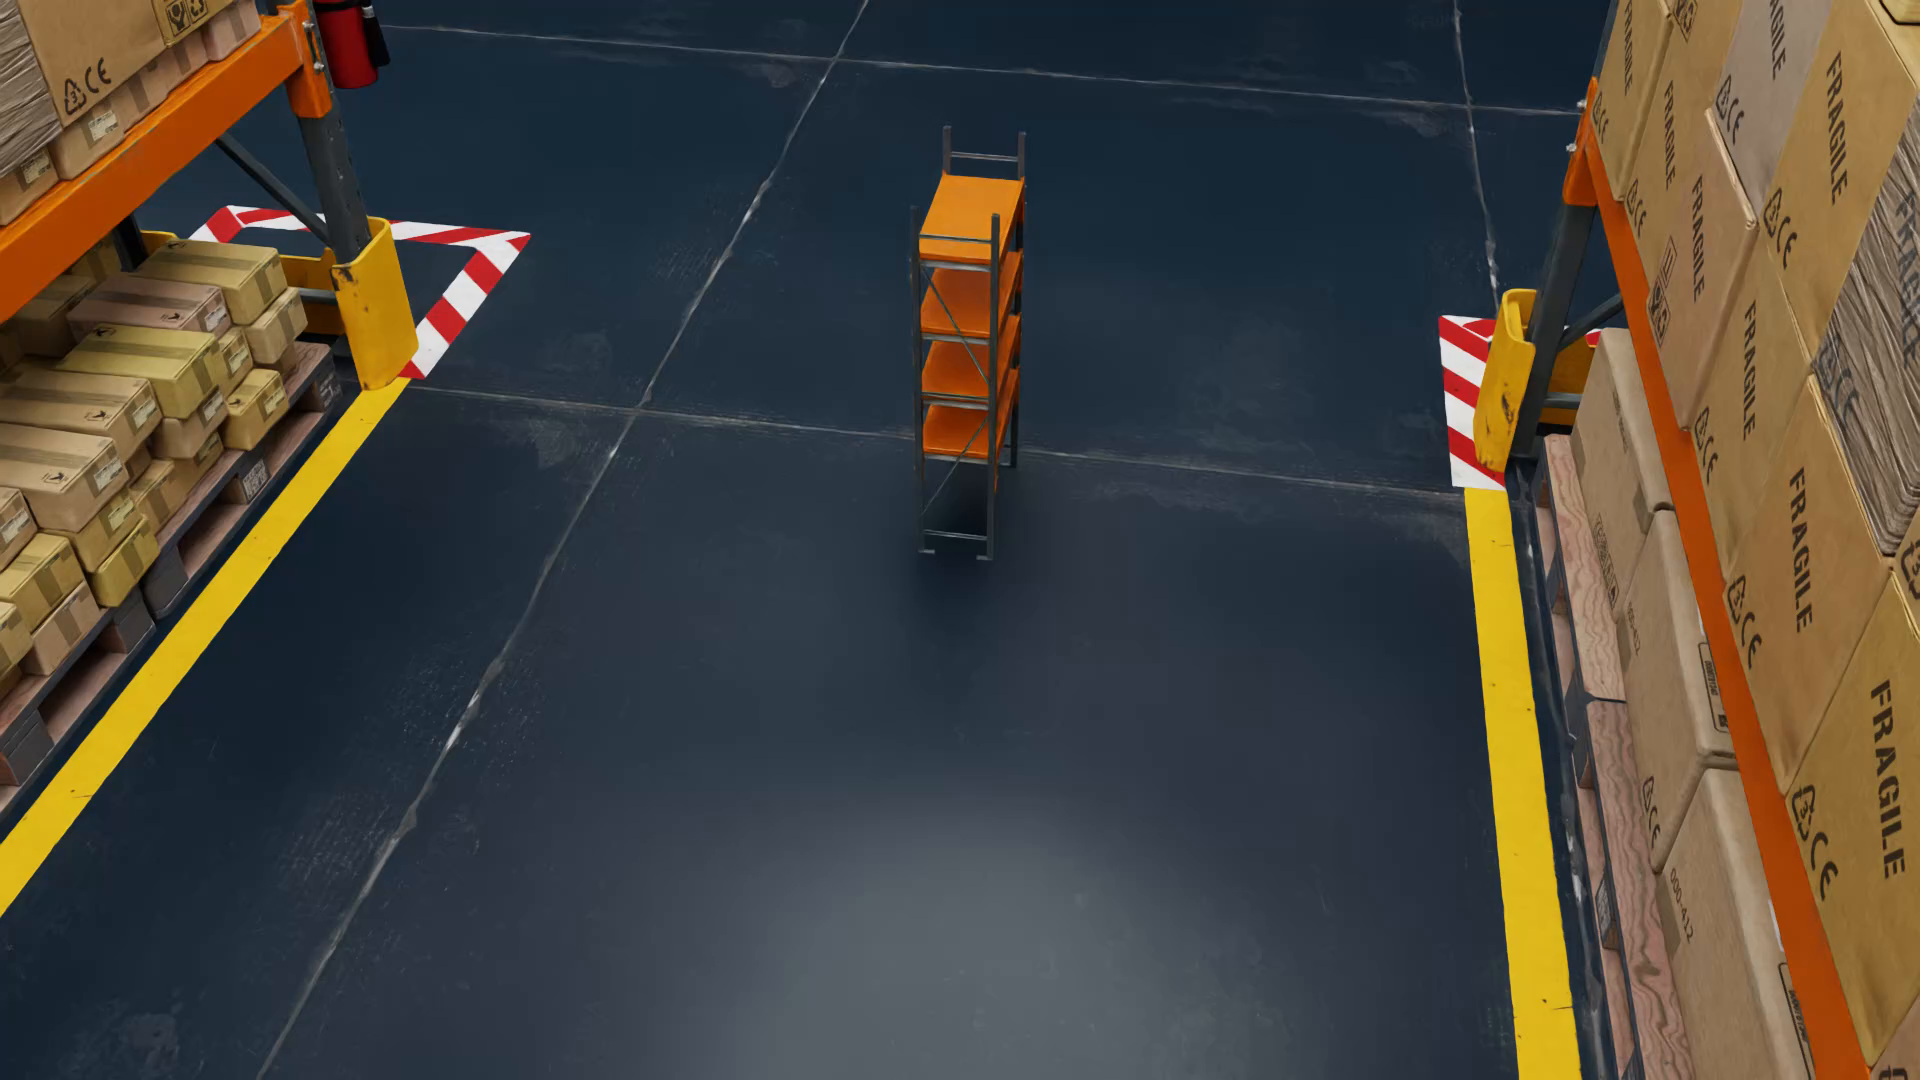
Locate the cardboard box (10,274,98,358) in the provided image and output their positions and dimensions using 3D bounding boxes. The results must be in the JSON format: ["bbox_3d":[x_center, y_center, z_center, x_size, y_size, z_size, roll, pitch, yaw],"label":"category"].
[{"bbox_3d":[-2.923,-0.714,5.201,0.380,0.149,0.250,7,40,8],"label":"cardboard box"}]

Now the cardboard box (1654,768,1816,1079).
[{"bbox_3d":[2.001,0.975,3.398,0.875,0.438,0.875,5,40,6],"label":"cardboard box"}]

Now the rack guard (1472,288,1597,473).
[{"bbox_3d":[2.328,-0.469,5.425,1.175,0.500,0.348,6,40,8],"label":"rack guard"}]

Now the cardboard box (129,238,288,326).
[{"bbox_3d":[-2.411,-0.832,5.343,0.380,0.149,0.250,7,40,8],"label":"cardboard box"}]

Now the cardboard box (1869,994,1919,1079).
[{"bbox_3d":[1.461,0.735,1.928,0.500,0.500,0.500,7,40,8],"label":"cardboard box"}]

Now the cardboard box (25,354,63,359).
[{"bbox_3d":[-3.015,-0.611,5.310,0.380,0.149,0.250,6,40,7],"label":"cardboard box"}]

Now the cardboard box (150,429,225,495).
[{"bbox_3d":[-2.530,-0.281,5.143,0.380,0.149,0.250,6,40,7],"label":"cardboard box"}]

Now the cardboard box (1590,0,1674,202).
[{"bbox_3d":[1.958,-1.186,4.252,0.500,0.500,0.500,6,40,7],"label":"cardboard box"}]

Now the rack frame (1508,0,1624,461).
[{"bbox_3d":[2.324,-1.417,4.610,1.000,3.000,0.127,6,40,8],"label":"rack frame"}]

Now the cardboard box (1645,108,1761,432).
[{"bbox_3d":[1.792,-0.548,3.481,0.500,0.500,0.500,6,40,7],"label":"cardboard box"}]

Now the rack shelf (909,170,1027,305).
[{"bbox_3d":[0.029,-0.869,4.743,0.258,0.148,0.480,6,40,8],"label":"rack shelf"}]

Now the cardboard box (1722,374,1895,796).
[{"bbox_3d":[1.617,0.095,2.703,0.500,0.500,0.500,6,40,7],"label":"cardboard box"}]

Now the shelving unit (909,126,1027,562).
[{"bbox_3d":[0.029,-0.566,4.993,0.258,1.200,0.503,6,40,8],"label":"shelving unit"}]

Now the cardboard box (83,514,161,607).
[{"bbox_3d":[-2.542,0.043,4.752,0.380,0.149,0.250,5,40,6],"label":"cardboard box"}]

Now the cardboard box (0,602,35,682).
[{"bbox_3d":[-2.627,0.273,4.240,0.380,0.149,0.250,7,40,8],"label":"cardboard box"}]

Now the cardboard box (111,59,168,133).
[{"bbox_3d":[-2.455,-1.256,4.612,0.380,0.149,0.250,6,40,7],"label":"cardboard box"}]

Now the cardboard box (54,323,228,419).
[{"bbox_3d":[-2.430,-0.504,4.946,0.380,0.149,0.250,6,40,7],"label":"cardboard box"}]

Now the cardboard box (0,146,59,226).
[{"bbox_3d":[-2.551,-0.931,4.219,0.380,0.149,0.250,5,40,6],"label":"cardboard box"}]

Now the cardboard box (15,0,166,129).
[{"bbox_3d":[-2.487,-1.420,4.301,0.500,0.500,0.500,6,40,7],"label":"cardboard box"}]

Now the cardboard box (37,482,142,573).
[{"bbox_3d":[-2.544,-0.062,4.645,0.380,0.149,0.250,7,40,8],"label":"cardboard box"}]

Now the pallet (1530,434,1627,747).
[{"bbox_3d":[2.263,0.168,4.881,1.003,0.211,1.213,6,40,8],"label":"pallet"}]

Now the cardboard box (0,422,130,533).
[{"bbox_3d":[-2.529,-0.174,4.547,0.380,0.149,0.250,8,40,9],"label":"cardboard box"}]

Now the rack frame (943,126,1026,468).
[{"bbox_3d":[0.071,-0.719,5.179,0.240,1.200,0.015,6,40,8],"label":"rack frame"}]

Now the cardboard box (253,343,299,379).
[{"bbox_3d":[-2.454,-0.609,5.541,0.380,0.149,0.250,7,40,8],"label":"cardboard box"}]

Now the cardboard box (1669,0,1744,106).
[{"bbox_3d":[1.878,-1.246,3.540,0.500,0.500,0.500,5,40,6],"label":"cardboard box"}]

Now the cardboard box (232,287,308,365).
[{"bbox_3d":[-2.379,-0.715,5.435,0.380,0.149,0.250,5,40,6],"label":"cardboard box"}]

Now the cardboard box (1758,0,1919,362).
[{"bbox_3d":[1.711,-0.609,2.770,0.500,0.500,0.500,7,40,8],"label":"cardboard box"}]

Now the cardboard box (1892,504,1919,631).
[{"bbox_3d":[1.537,0.025,2.002,0.500,0.500,0.500,6,40,7],"label":"cardboard box"}]

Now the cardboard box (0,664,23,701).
[{"bbox_3d":[-2.727,0.363,4.365,0.380,0.149,0.250,7,40,9],"label":"cardboard box"}]

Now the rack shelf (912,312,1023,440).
[{"bbox_3d":[0.029,-0.514,5.036,0.258,0.148,0.480,6,40,8],"label":"rack shelf"}]

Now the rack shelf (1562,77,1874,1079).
[{"bbox_3d":[1.978,0.115,3.321,1.077,0.370,4.000,6,40,8],"label":"rack shelf"}]

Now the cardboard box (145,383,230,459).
[{"bbox_3d":[-2.467,-0.388,5.040,0.380,0.149,0.250,5,40,6],"label":"cardboard box"}]

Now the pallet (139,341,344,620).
[{"bbox_3d":[-2.757,-0.271,5.412,1.003,0.211,1.213,6,40,8],"label":"pallet"}]

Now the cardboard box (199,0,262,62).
[{"bbox_3d":[-2.347,-1.567,4.988,0.380,0.149,0.250,6,40,8],"label":"cardboard box"}]

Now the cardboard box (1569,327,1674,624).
[{"bbox_3d":[2.308,-0.166,4.778,0.875,0.438,0.875,5,40,6],"label":"cardboard box"}]
